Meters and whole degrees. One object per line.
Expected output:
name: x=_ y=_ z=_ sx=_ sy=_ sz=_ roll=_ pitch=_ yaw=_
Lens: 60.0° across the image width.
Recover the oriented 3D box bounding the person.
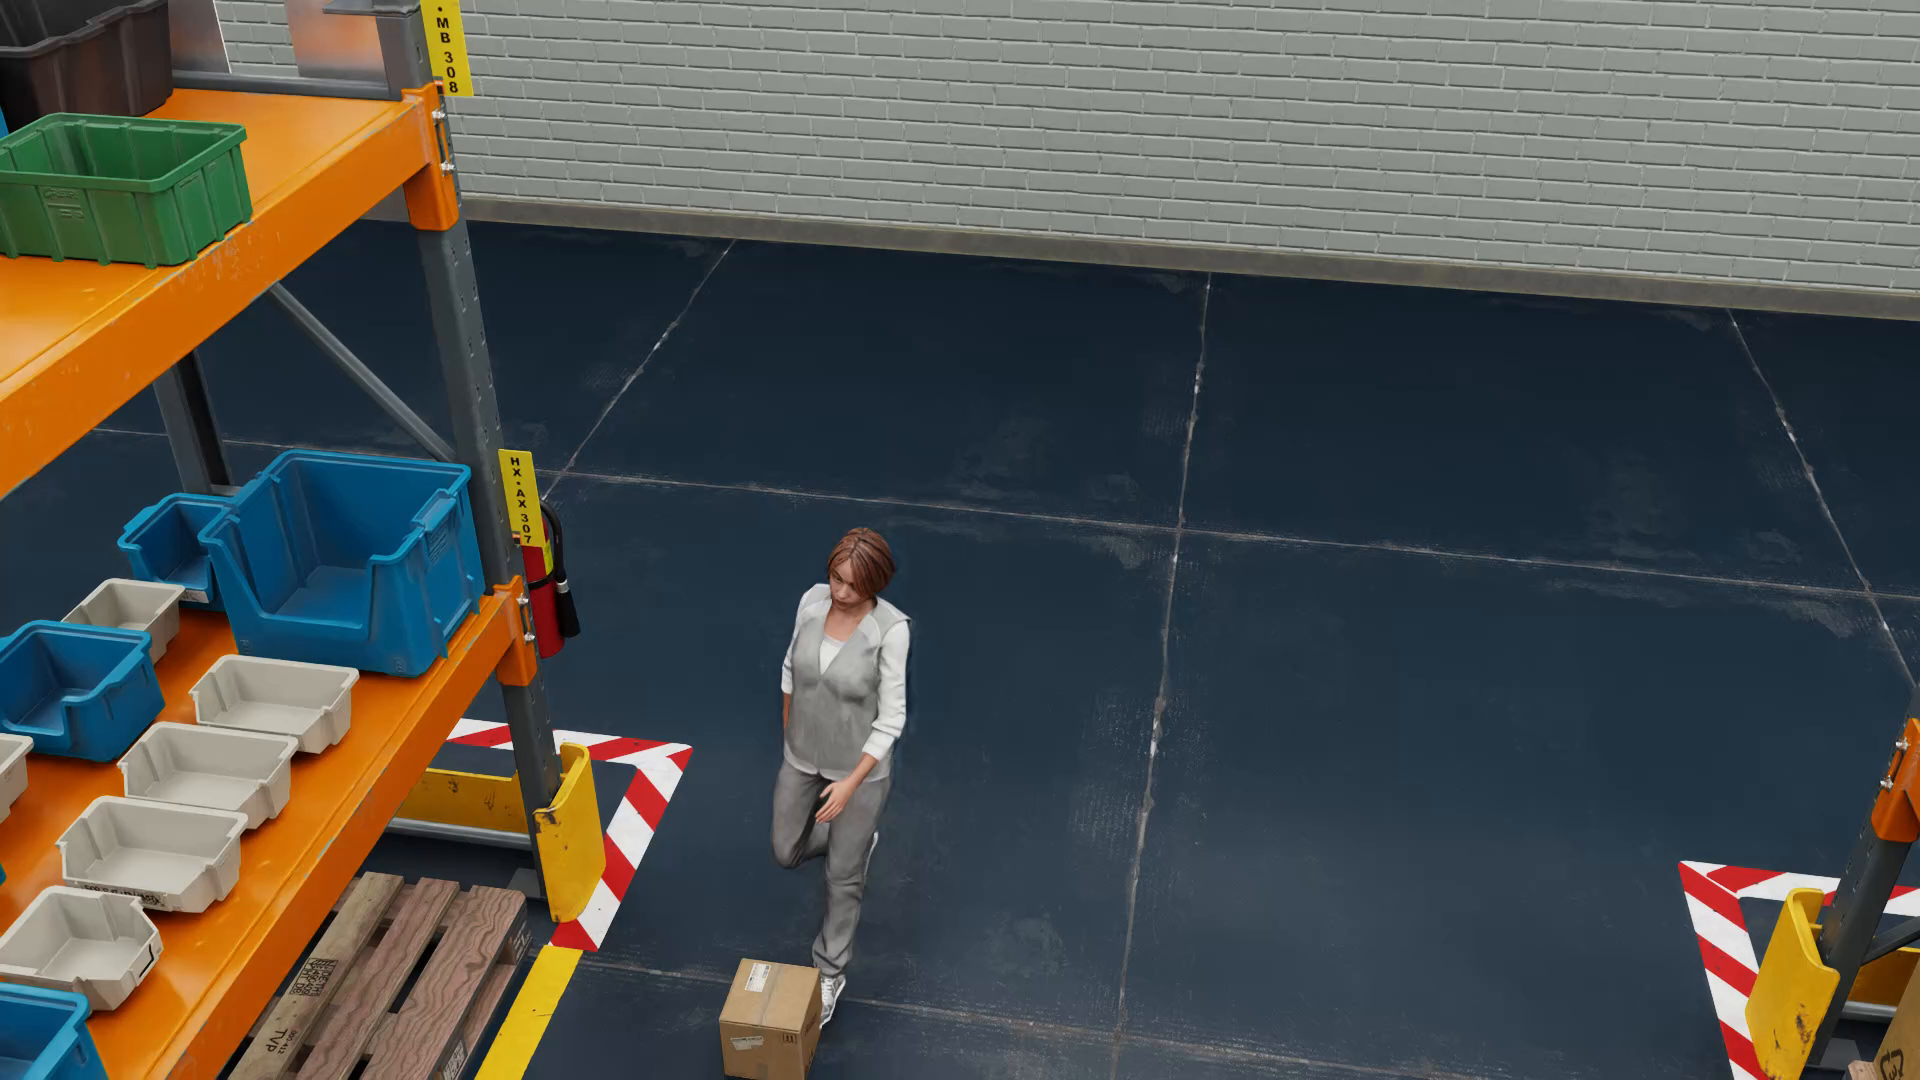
person: x=-0.397 y=0.709 z=5.063 sx=0.478 sy=1.555 sz=0.700 roll=15 pitch=36 yaw=21
